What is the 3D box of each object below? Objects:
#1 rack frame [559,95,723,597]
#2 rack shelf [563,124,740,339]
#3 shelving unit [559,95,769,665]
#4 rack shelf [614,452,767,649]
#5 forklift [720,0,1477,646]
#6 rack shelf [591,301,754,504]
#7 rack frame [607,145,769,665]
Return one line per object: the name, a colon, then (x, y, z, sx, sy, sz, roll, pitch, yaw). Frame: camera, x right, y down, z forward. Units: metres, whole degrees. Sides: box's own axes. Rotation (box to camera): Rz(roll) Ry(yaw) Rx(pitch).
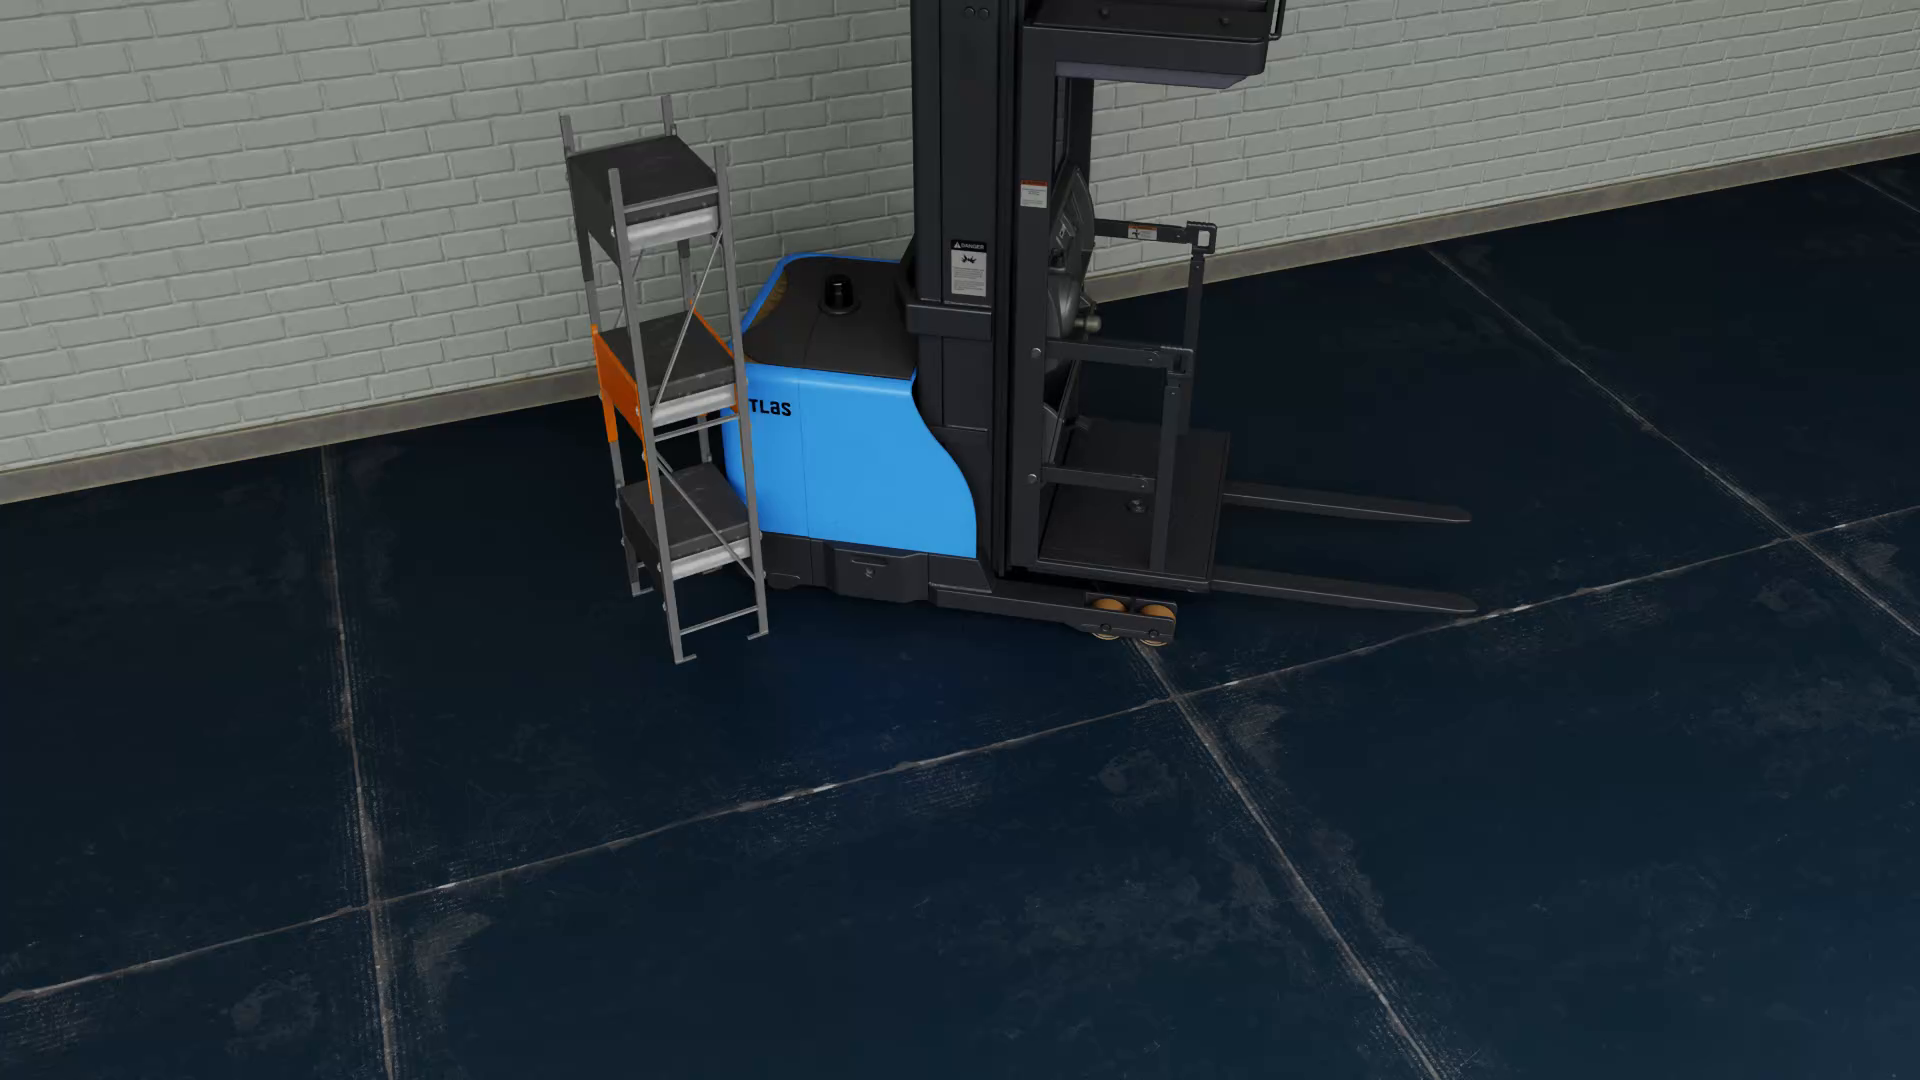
rack frame: (-1.190, -0.663, 6.384, 0.400, 2.100, 0.015, -18, 41, -23)
rack shelf: (-1.073, -1.082, 5.801, 0.431, 0.518, 0.480, -18, 41, -23)
shelving unit: (-1.073, -0.534, 6.214, 0.431, 2.100, 0.503, -18, 41, -23)
rack shelf: (-1.073, 0.036, 6.643, 0.431, 0.518, 0.480, -18, 41, -23)
forklift: (0.610, -1.095, 6.268, 3.031, 2.935, 1.130, 7, 38, 9)
rack shelf: (-1.073, -0.523, 6.222, 0.431, 0.518, 0.480, -18, 41, -23)
rack frame: (-0.955, -0.405, 6.043, 0.400, 2.100, 0.015, -18, 41, -23)
